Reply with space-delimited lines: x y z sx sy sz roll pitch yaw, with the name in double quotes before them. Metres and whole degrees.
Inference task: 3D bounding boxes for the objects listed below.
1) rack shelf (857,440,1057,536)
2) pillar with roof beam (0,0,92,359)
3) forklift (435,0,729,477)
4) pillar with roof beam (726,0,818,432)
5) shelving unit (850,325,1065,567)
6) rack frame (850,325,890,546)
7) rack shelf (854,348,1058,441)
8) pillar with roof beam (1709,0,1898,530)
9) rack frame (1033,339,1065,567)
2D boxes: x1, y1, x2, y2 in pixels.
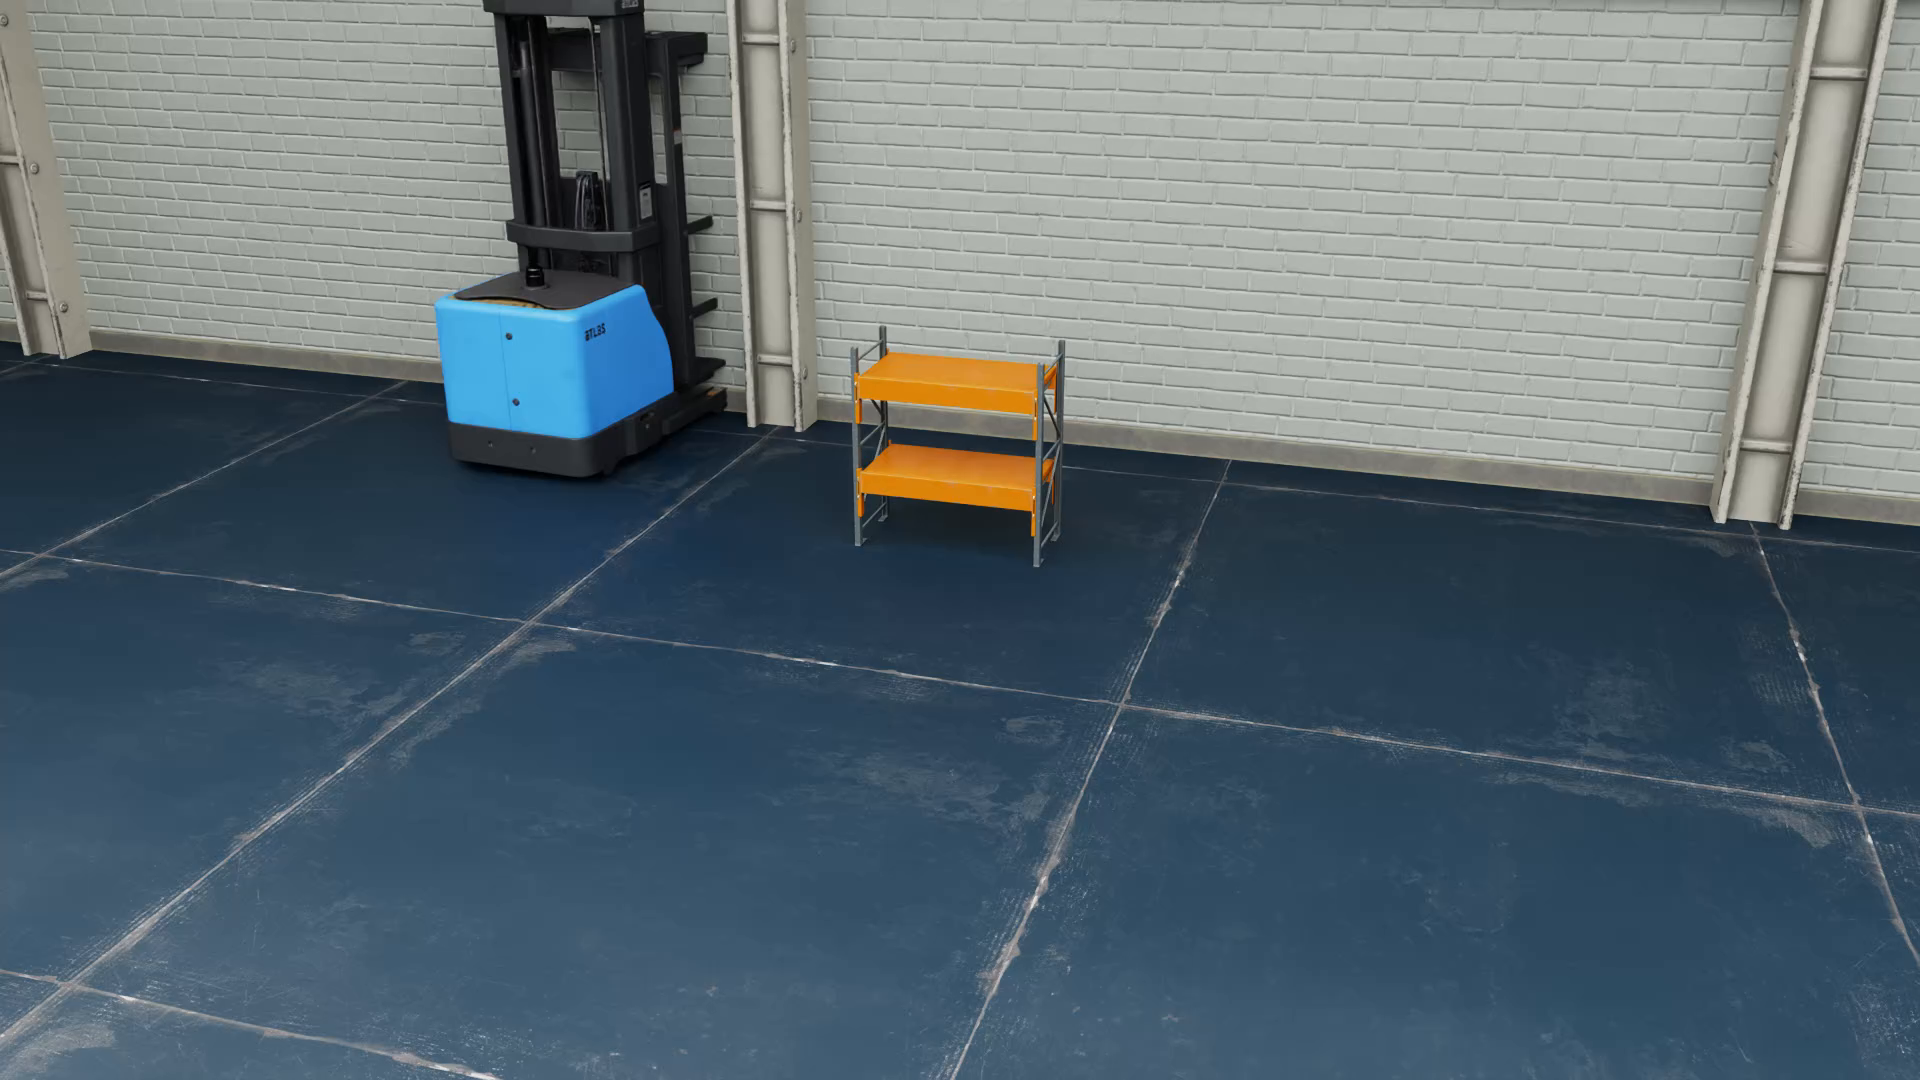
"rack shelf" -0.006 -0.295 9.151 1.000 0.278 0.538 7 23 16
"pillar with roof beam" -8.177 -4.050 7.287 0.400 9.000 9.100 7 23 16
"forklift" -2.168 -2.263 10.924 1.130 2.935 3.031 8 24 20
"pillar with roof beam" -2.433 -3.393 5.684 0.400 9.000 9.100 7 23 16
"shelving unit" -0.006 -0.521 9.058 1.048 1.125 0.538 7 23 16
"rack frame" -0.493 -0.577 9.194 0.032 1.125 0.500 7 23 16
"rack shelf" -0.006 -0.792 8.947 1.000 0.278 0.538 7 23 16
"pillar with roof beam" 3.311 -2.735 4.080 0.400 9.000 9.100 7 23 16
"rack frame" 0.480 -0.465 8.922 0.032 1.125 0.500 7 23 16
